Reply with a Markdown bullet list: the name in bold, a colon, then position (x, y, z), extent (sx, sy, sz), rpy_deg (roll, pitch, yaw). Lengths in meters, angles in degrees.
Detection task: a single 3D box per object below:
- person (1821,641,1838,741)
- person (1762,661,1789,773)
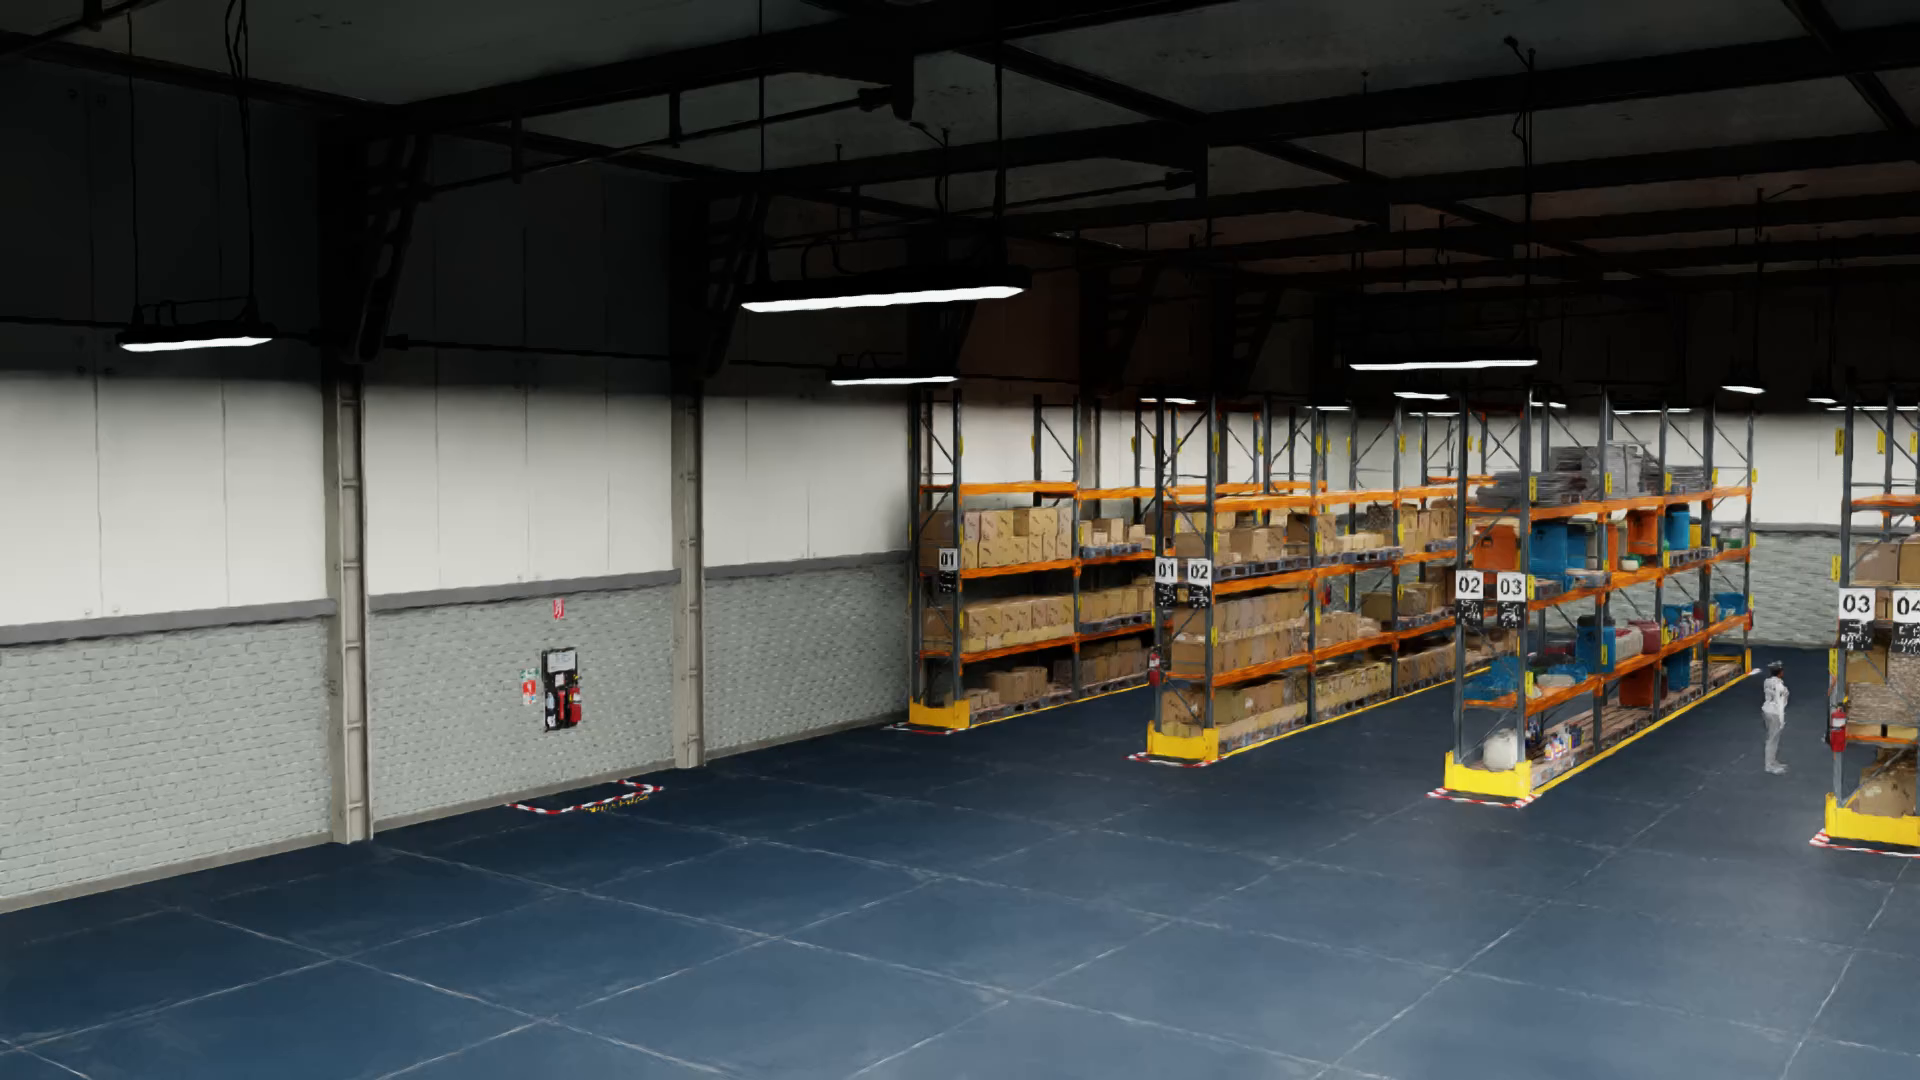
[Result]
- **person**: position (14.881, 2.560, 28.222), extent (0.484, 1.714, 0.386), rpy_deg (-3, 4, -38)
- **person**: position (12.530, 2.700, 25.494), extent (0.408, 1.680, 0.538), rpy_deg (0, 3, 5)
